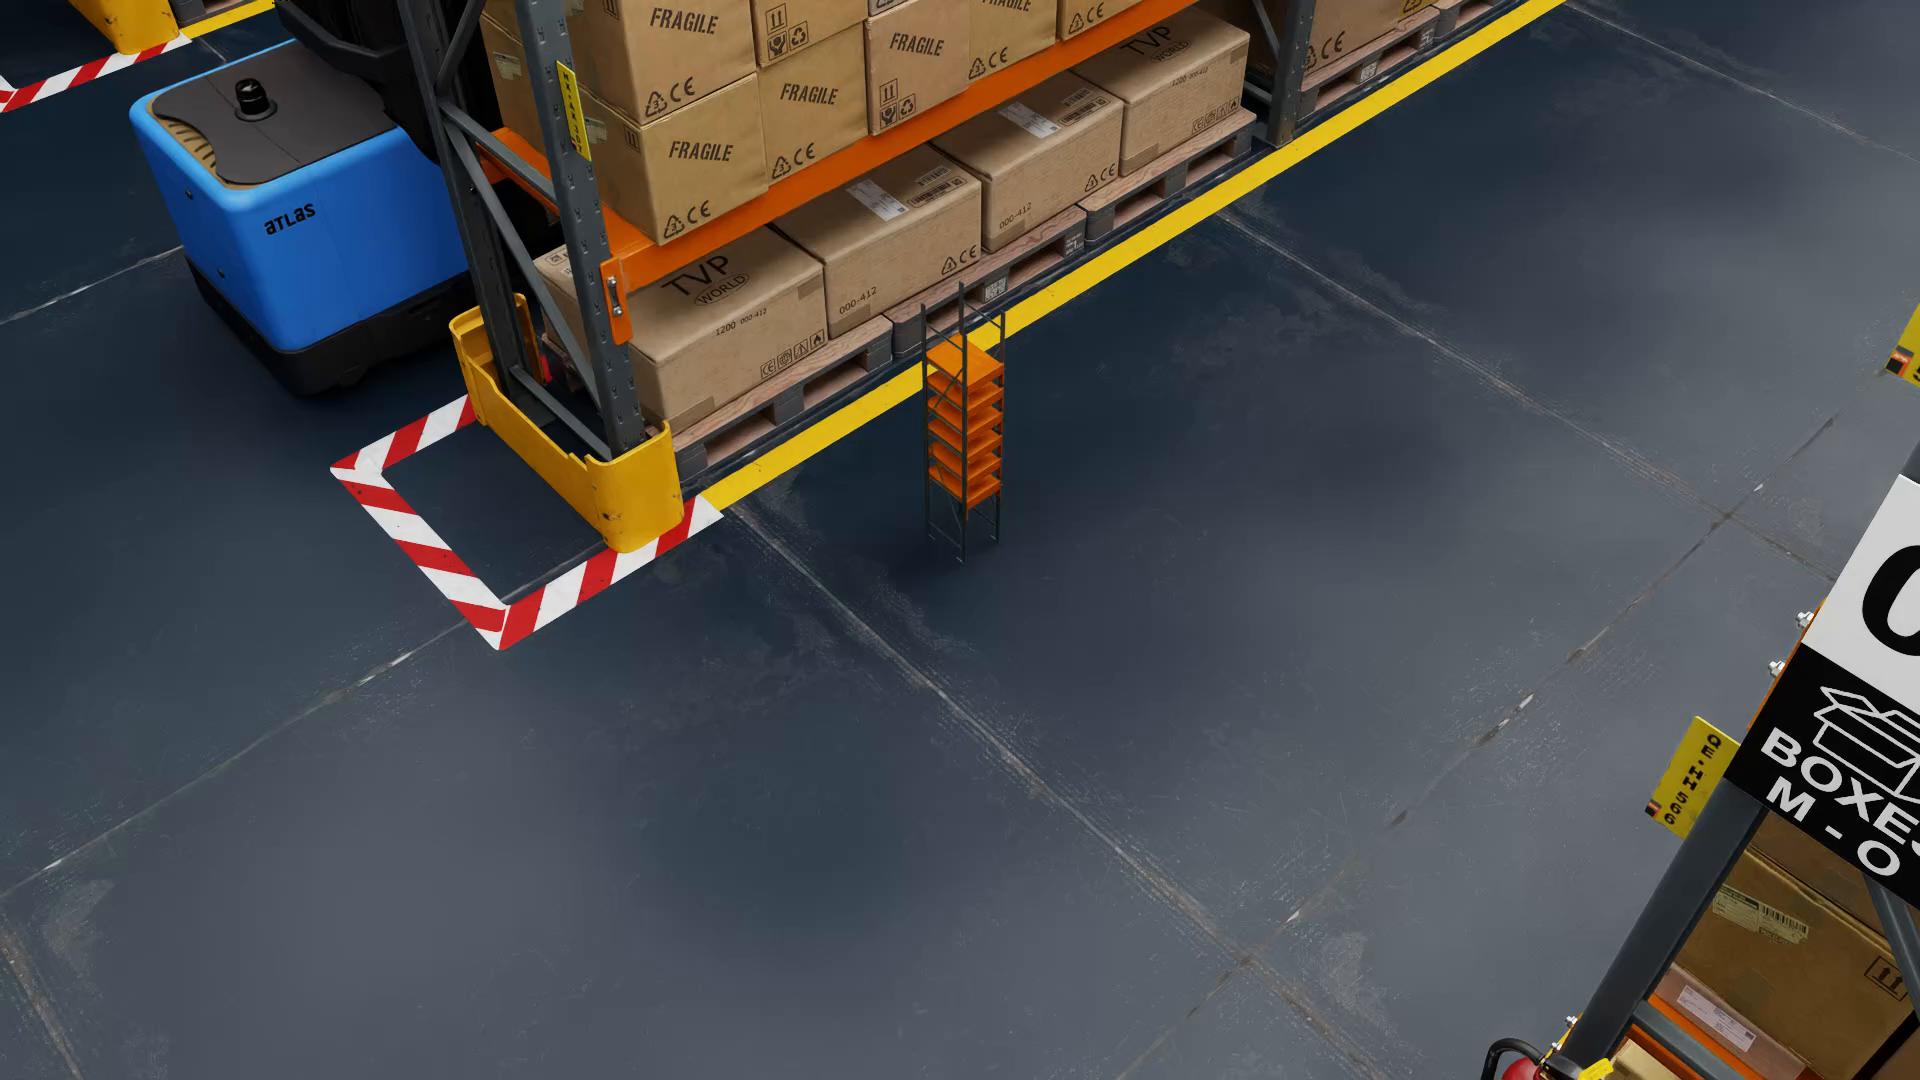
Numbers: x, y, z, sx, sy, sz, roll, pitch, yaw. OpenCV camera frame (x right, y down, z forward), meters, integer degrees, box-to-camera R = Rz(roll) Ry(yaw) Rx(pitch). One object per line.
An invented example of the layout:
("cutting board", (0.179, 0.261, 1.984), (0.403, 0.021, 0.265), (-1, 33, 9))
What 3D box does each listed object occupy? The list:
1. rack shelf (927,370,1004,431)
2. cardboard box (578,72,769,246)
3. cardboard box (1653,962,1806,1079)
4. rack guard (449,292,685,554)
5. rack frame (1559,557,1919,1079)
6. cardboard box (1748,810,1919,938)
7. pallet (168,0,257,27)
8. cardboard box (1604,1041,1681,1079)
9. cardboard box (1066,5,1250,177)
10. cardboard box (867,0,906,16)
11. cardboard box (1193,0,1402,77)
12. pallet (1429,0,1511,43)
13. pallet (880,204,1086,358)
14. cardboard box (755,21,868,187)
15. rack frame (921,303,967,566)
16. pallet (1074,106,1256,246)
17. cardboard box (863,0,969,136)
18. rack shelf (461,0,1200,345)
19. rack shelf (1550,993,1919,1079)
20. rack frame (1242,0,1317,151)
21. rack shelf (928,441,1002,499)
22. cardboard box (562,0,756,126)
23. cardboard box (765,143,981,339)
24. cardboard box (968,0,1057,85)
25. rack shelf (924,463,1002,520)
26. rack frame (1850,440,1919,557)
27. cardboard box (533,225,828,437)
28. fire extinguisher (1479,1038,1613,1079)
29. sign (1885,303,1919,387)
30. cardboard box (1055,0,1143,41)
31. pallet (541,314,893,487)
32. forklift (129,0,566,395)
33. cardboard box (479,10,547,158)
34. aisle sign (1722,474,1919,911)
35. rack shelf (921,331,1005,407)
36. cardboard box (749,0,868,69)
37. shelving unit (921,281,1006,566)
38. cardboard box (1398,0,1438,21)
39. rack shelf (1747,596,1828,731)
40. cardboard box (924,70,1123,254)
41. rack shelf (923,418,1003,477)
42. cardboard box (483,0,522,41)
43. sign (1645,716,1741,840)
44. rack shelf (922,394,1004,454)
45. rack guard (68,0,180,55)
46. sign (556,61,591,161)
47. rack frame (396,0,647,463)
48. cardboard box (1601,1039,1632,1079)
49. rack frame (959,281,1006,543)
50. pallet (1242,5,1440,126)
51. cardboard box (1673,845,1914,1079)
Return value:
("rack shelf", (0.011, -0.547, 6.172), (0.180, 0.103, 0.258), (-34, 56, -27))
("cardboard box", (-1.059, -1.472, 5.999), (0.500, 0.500, 0.500), (-34, 56, -27))
("cardboard box", (1.849, 1.055, 3.906), (0.250, 0.149, 0.380), (-34, 56, -27))
("rack guard", (-1.625, -0.497, 6.869), (0.348, 0.500, 1.175), (-34, 56, -27))
("rack frame", (1.798, 1.285, 3.524), (0.127, 3.000, 1.000), (-34, 56, -27))
("cardboard box", (1.969, 0.449, 3.344), (0.500, 0.500, 0.500), (-35, 56, -28))
("pallet", (-4.304, -3.541, 9.874), (1.213, 0.211, 1.003), (-34, 56, -27))
("cardboard box", (2.019, 1.508, 4.567), (0.250, 0.149, 0.380), (-33, 55, -27))
("cardboard box", (0.816, -2.356, 8.341), (0.875, 0.438, 0.875), (-35, 56, -28))
("cardboard box", (-0.307, -2.330, 6.111), (0.500, 0.500, 0.500), (-34, 56, -27))
("cardboard box", (1.757, -3.107, 8.735), (0.875, 0.875, 0.875), (-32, 55, -26))
("pallet", (2.776, -3.418, 9.760), (1.213, 0.211, 1.003), (-34, 56, -27))
("pallet", (-0.166, -1.449, 7.944), (1.213, 0.211, 1.003), (-34, 56, -27))
("cardboard box", (-0.703, -1.737, 6.244), (0.500, 0.500, 0.500), (-35, 56, -28))
("rack frame", (-0.057, -0.369, 6.274), (0.006, 1.200, 0.240), (-34, 56, -27))
("pallet", (0.737, -2.056, 8.503), (1.213, 0.211, 1.003), (-34, 56, -27))
("cardboard box", (-0.315, -1.979, 6.467), (0.500, 0.500, 0.500), (-34, 56, -27))
("rack shelf", (-0.127, -2.102, 7.138), (4.000, 0.370, 1.077), (-34, 56, -27))
("rack shelf", (3.277, 0.540, 4.700), (4.000, 0.370, 1.077), (-34, 56, -27))
("rack frame", (1.352, -3.335, 7.786), (0.127, 3.000, 1.000), (-34, 56, -27))
("rack shelf", (0.011, -0.303, 6.436), (0.180, 0.103, 0.258), (-34, 56, -27))
("cardboard box", (-1.060, -1.812, 5.633), (0.500, 0.500, 0.500), (-35, 56, -28))
("cardboard box", (-0.515, -1.468, 7.521), (0.875, 0.438, 0.875), (-32, 55, -26))
("cardboard box", (0.044, -2.236, 6.704), (0.500, 0.500, 0.500), (-32, 55, -26))
("rack shelf", (0.011, -0.221, 6.525), (0.180, 0.103, 0.258), (-34, 56, -27))
("rack frame", (1.798, -0.750, 1.319), (0.127, 3.000, 1.000), (-34, 56, -27))
("cardboard box", (-1.186, -1.011, 7.100), (0.875, 0.438, 0.875), (-36, 57, -28))
("fire extinguisher", (1.301, 1.311, 3.806), (0.183, 0.674, 0.296), (-34, 56, -27))
("sign", (1.439, -0.344, 2.383), (0.005, 0.325, 0.100), (-34, 56, -27))
("cardboard box", (0.442, -2.486, 6.935), (0.500, 0.500, 0.500), (-35, 56, -28))
("pallet", (-1.068, -0.849, 7.390), (1.213, 0.211, 1.003), (-34, 56, -27))
("forklift", (-2.088, -2.576, 7.132), (3.031, 2.935, 1.130), (-34, 56, -27))
("cardboard box", (-1.428, -1.773, 6.277), (0.500, 0.500, 0.500), (-33, 56, -27))
("aisle sign", (1.542, 0.276, 2.685), (0.004, 0.787, 0.394), (-34, 56, -27))
("rack shelf", (0.011, -0.628, 6.084), (0.180, 0.103, 0.258), (-34, 56, -27))
("cardboard box", (-0.683, -2.072, 5.872), (0.500, 0.500, 0.500), (-35, 56, -28))
("shelving unit", (0.011, -0.414, 6.316), (0.189, 1.200, 0.258), (-34, 56, -27))
("cardboard box", (2.420, -3.557, 9.151), (0.875, 0.875, 0.875), (-32, 55, -26))
("rack shelf", (3.277, -0.477, 3.598), (4.000, 0.370, 1.077), (-34, 56, -27))
("cardboard box", (0.154, -1.913, 7.932), (0.875, 0.438, 0.875), (-35, 56, -28))
("rack shelf", (0.011, -0.384, 6.348), (0.180, 0.103, 0.258), (-34, 56, -27))
("cardboard box", (-1.411, -2.098, 5.896), (0.500, 0.500, 0.500), (-32, 55, -26))
("sign", (1.439, 0.473, 3.269), (0.005, 0.325, 0.100), (-34, 56, -27))
("rack shelf", (0.011, -0.465, 6.260), (0.180, 0.103, 0.258), (-34, 56, -27))
("rack guard", (-4.893, -3.244, 9.403), (0.348, 0.500, 1.175), (-34, 56, -27))
("sign", (-1.238, -1.373, 5.333), (0.005, 0.325, 0.100), (-34, 56, -27))
("rack frame", (-1.607, -1.357, 5.961), (0.127, 3.000, 1.000), (-34, 56, -27))
("cardboard box", (1.996, 1.592, 4.692), (0.250, 0.149, 0.380), (-35, 56, -28))
("rack frame", (0.078, -0.459, 6.357), (0.006, 1.200, 0.240), (-34, 56, -27))
("pallet", (1.873, -2.811, 9.200), (1.213, 0.211, 1.003), (-34, 56, -27))
("cardboard box", (1.957, 0.788, 3.712), (0.500, 0.500, 0.500), (-33, 55, -26))
